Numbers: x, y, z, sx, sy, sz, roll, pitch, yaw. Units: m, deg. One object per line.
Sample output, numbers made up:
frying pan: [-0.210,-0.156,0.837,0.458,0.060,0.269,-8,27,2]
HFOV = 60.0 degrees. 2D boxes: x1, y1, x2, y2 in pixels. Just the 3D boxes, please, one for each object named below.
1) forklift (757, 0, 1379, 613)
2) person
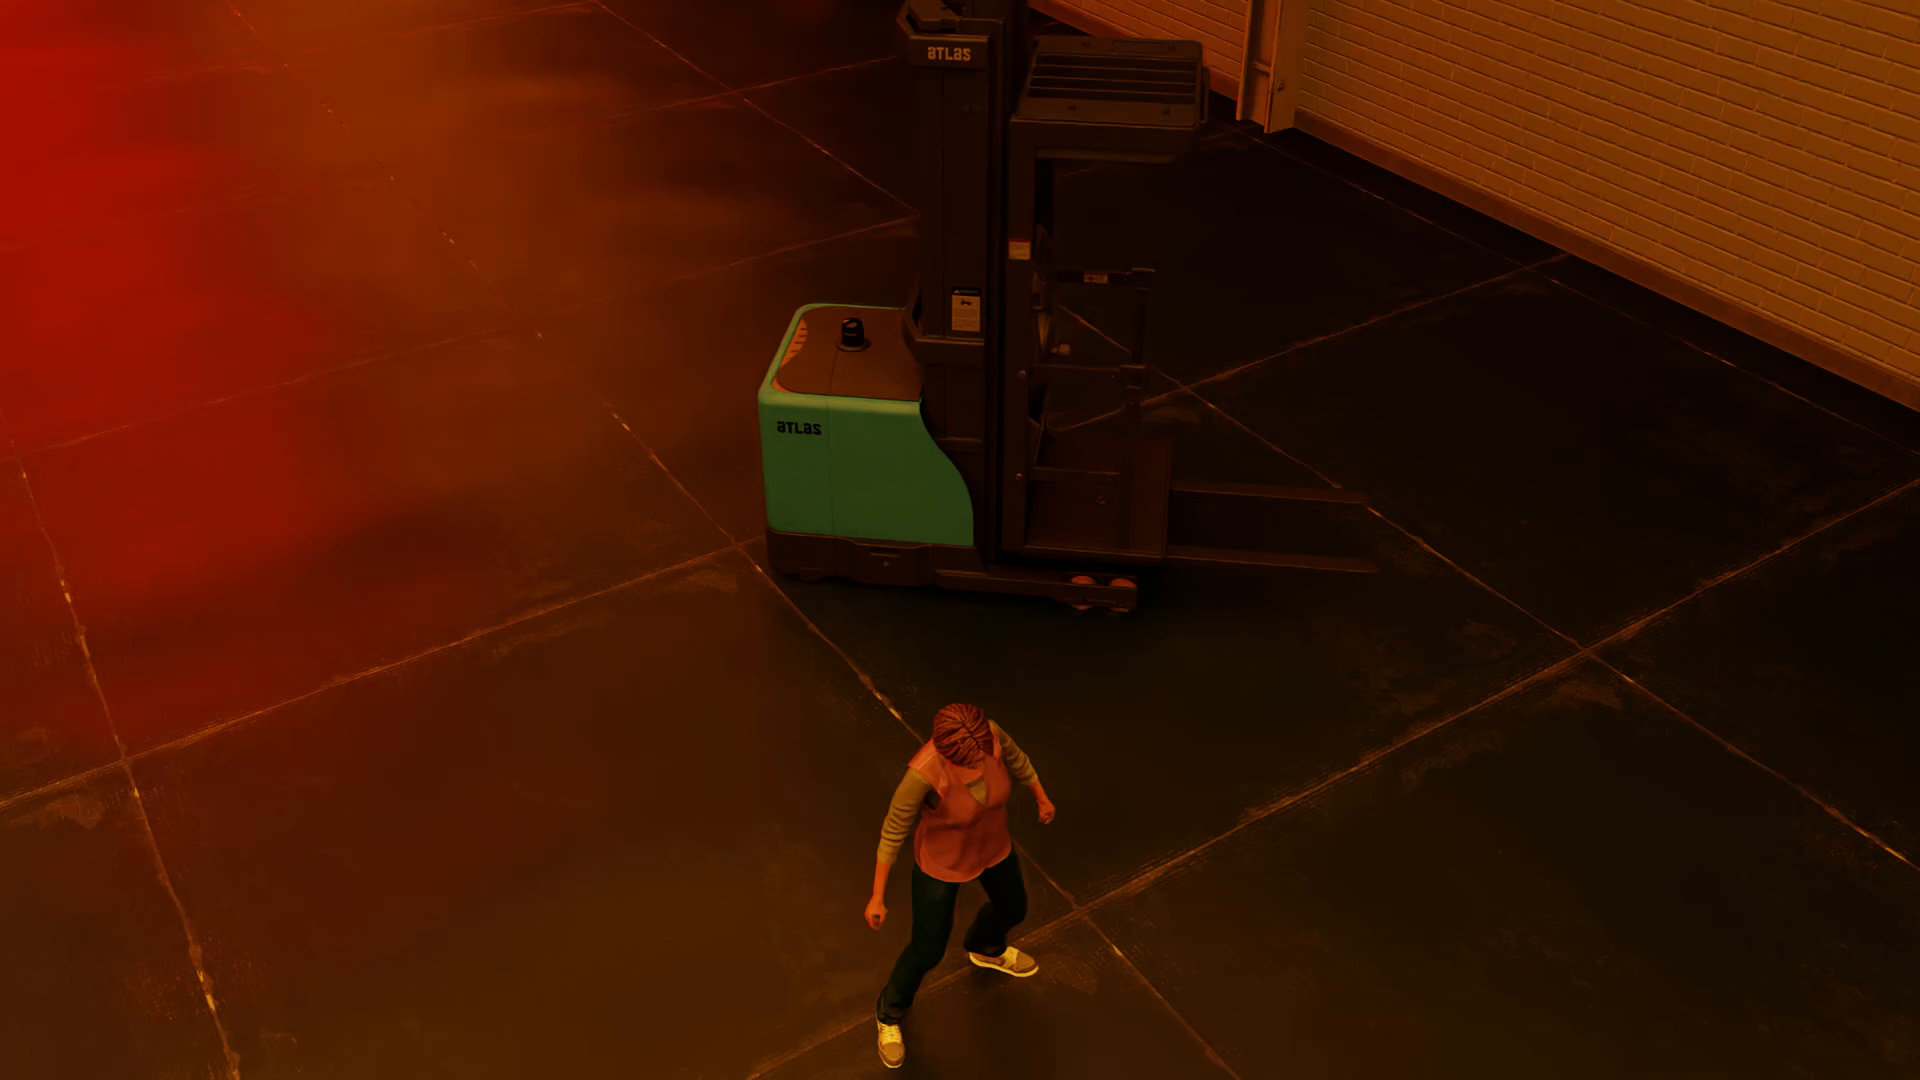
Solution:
forklift: [0.581,-1.169,7.811,3.031,2.935,1.130,4,35,6]
person: [0.012,1.129,5.783,0.788,1.545,0.370,-25,42,-31]
